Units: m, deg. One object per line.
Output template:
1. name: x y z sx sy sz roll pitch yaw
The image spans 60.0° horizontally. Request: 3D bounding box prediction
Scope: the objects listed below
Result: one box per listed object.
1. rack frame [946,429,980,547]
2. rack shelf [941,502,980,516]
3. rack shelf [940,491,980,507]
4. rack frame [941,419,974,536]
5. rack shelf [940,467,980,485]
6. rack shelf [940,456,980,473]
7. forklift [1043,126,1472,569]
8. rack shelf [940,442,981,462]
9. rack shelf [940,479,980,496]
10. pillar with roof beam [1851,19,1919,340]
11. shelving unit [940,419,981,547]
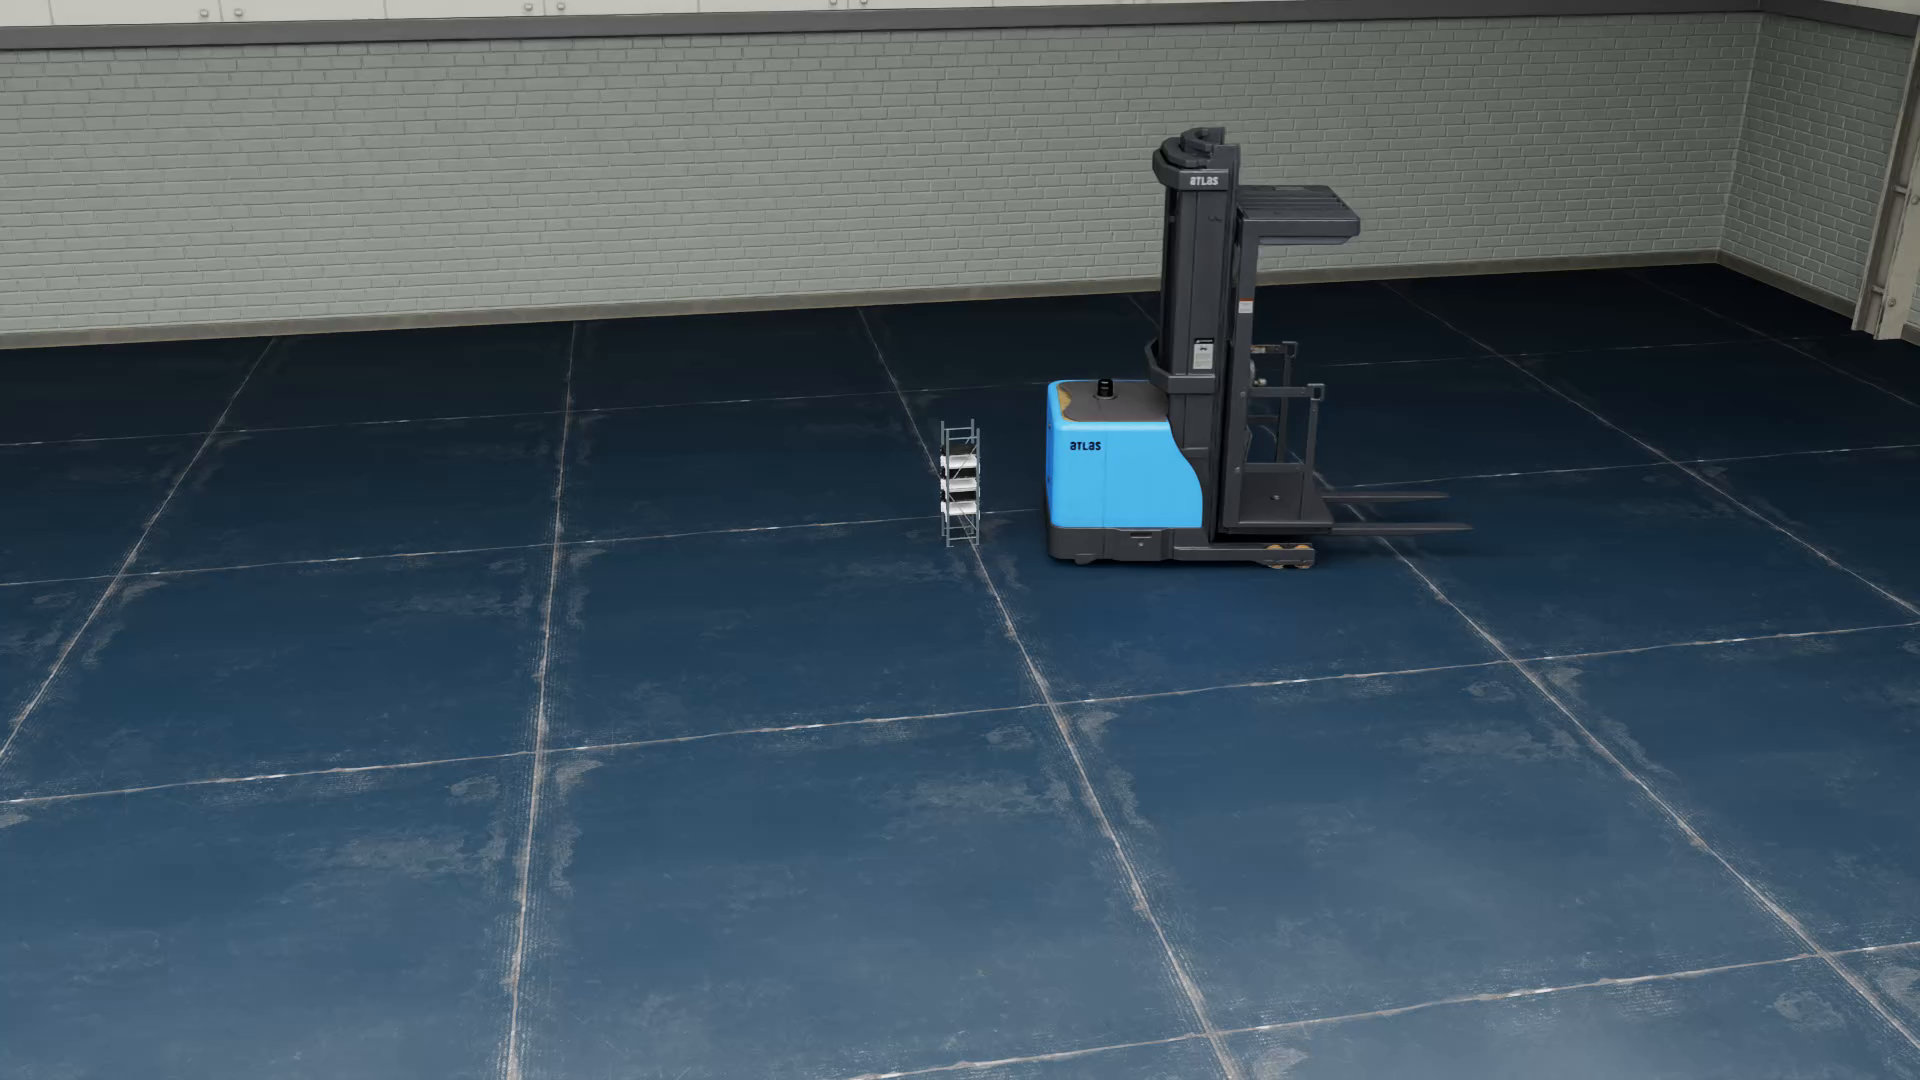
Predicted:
1. rack frame: 0.020 -0.369 11.971 0.240 0.900 0.006 -4 24 -10
2. rack shelf: 0.001 -0.214 12.148 0.258 0.077 0.200 -4 24 -10
3. rack shelf: 0.001 -0.296 12.112 0.258 0.077 0.200 -4 24 -10
4. rack frame: -0.017 -0.449 12.154 0.240 0.900 0.006 -4 24 -10
5. rack shelf: 0.001 -0.461 12.040 0.258 0.077 0.200 -4 24 -10
6. rack shelf: 0.001 -0.544 12.004 0.258 0.077 0.200 -4 24 -10
7. forklift: 2.147 -1.352 11.684 3.031 2.935 1.130 0 24 0
8. rack shelf: 0.001 -0.626 11.968 0.258 0.077 0.200 -4 24 -10
9. rack shelf: 0.001 -0.379 12.076 0.258 0.077 0.200 -4 24 -10
10. pillar with roof beam: 5.206 -5.932 14.588 9.100 9.000 0.400 -4 24 -10
11. shelving unit: 0.001 -0.409 12.063 0.258 0.900 0.210 -4 24 -10
